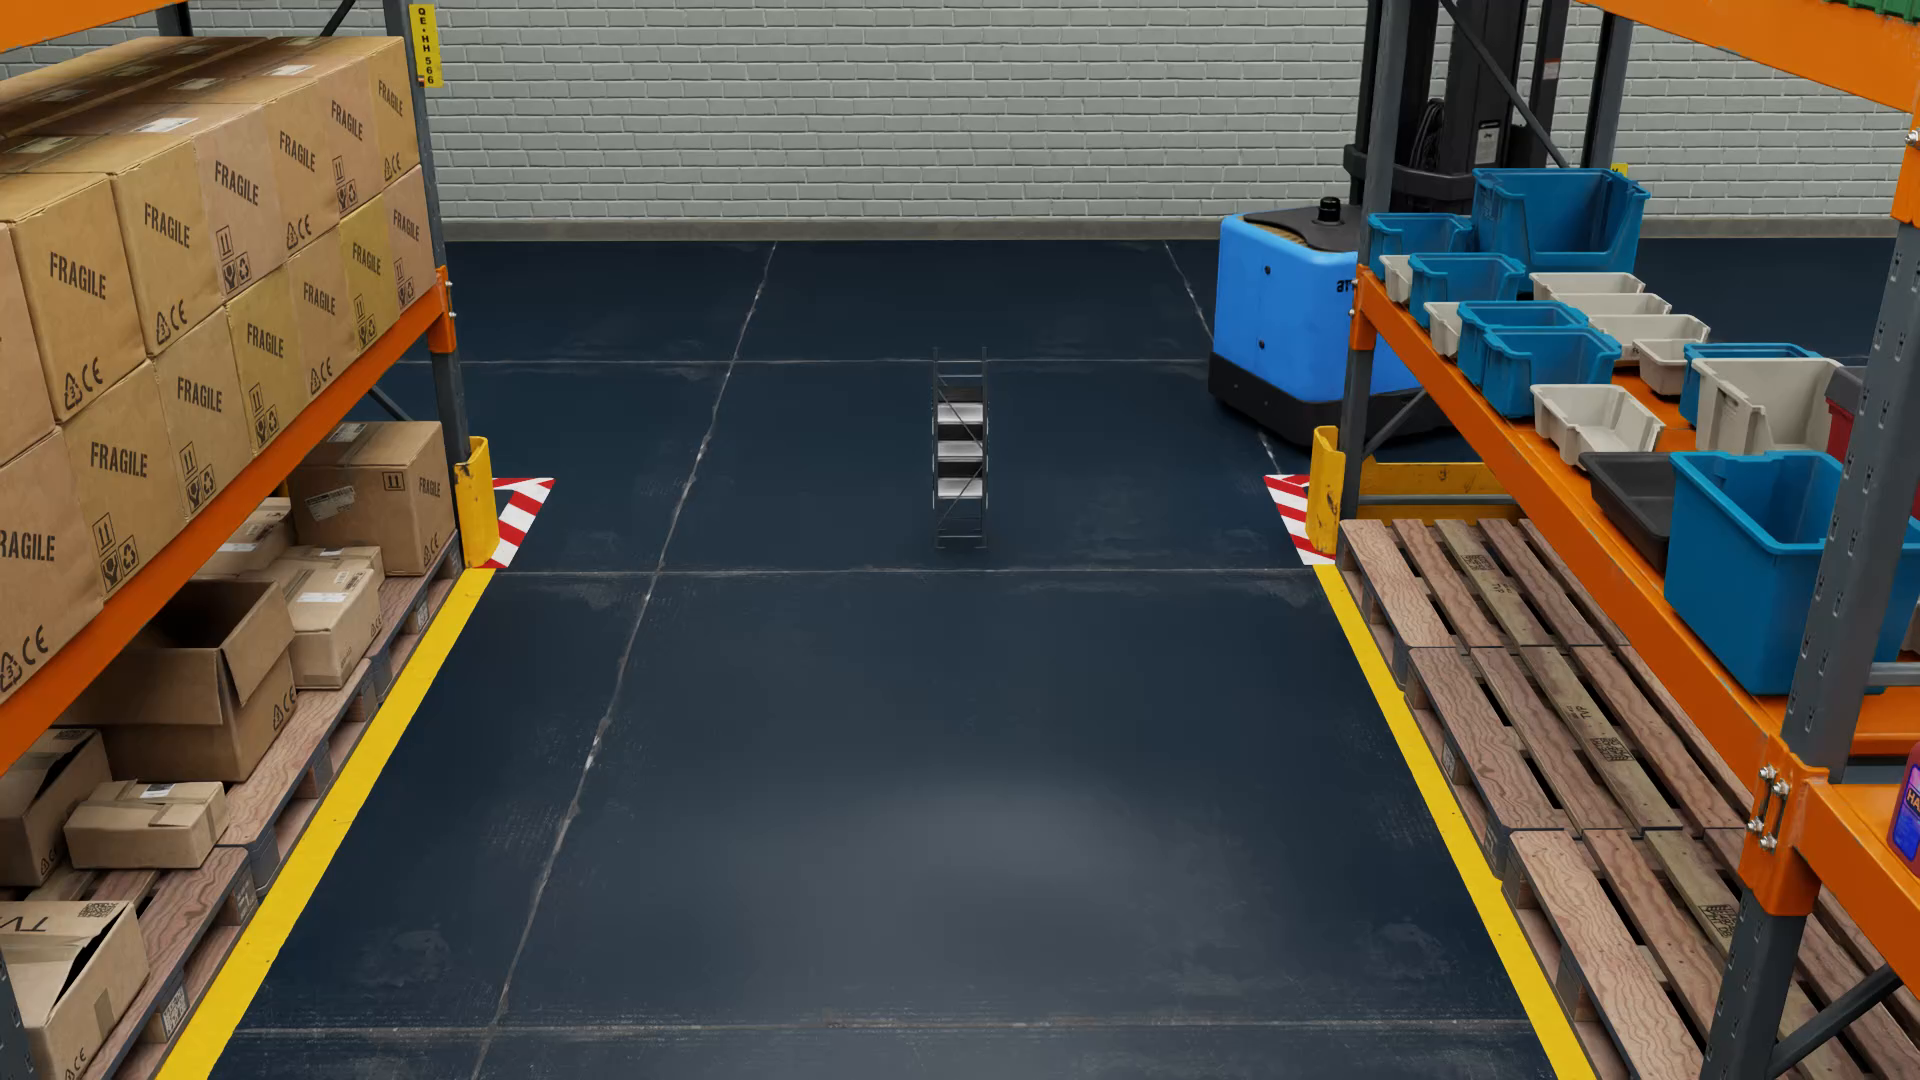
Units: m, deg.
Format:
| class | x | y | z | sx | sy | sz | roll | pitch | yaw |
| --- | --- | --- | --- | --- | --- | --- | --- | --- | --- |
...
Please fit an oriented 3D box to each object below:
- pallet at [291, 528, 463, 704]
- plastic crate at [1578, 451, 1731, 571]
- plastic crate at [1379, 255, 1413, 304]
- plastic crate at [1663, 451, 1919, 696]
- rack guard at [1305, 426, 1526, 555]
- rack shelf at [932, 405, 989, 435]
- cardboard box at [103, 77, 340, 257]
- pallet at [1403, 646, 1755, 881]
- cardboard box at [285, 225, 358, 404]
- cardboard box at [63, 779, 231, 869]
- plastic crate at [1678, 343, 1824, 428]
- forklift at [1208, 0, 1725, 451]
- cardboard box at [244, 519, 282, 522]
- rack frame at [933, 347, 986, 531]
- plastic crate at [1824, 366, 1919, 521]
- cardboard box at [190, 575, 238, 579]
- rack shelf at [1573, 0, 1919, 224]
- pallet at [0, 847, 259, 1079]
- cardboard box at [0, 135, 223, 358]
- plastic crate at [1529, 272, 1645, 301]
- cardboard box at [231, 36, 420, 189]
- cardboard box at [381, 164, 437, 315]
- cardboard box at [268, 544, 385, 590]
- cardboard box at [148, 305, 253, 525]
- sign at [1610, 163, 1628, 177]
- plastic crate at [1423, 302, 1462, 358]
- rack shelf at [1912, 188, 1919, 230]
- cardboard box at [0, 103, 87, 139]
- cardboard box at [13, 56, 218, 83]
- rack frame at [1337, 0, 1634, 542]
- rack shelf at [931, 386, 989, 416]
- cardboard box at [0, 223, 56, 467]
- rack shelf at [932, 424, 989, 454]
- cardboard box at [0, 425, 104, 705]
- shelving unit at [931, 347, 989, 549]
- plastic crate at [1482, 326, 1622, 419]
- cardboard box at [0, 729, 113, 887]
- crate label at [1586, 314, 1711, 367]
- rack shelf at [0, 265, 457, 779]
| class | x | y | z | sx | sy | sz | roll | pitch | yaw |
| --- | --- | --- | --- | --- | --- | --- | --- | --- | --- |
| pallet | -2.713 | 0.289 | 6.855 | 1.003 | 0.211 | 1.213 | 0 | 24 | -1 |
| plastic crate | 1.992 | -0.076 | 4.539 | 0.437 | 0.125 | 0.590 | 0 | 24 | -1 |
| plastic crate | 1.824 | -1.034 | 6.643 | 0.250 | 0.136 | 0.298 | 0 | 24 | -1 |
| plastic crate | 1.927 | 0.075 | 3.890 | 0.392 | 0.384 | 0.575 | 0 | 24 | -1 |
| rack guard | 2.216 | -0.233 | 7.659 | 1.175 | 0.500 | 0.348 | 0 | 24 | -1 |
| rack shelf | 0.000 | -0.547 | 7.512 | 0.258 | 0.077 | 0.200 | 0 | 24 | -1 |
| cardboard box | -2.427 | -1.239 | 5.514 | 0.500 | 0.500 | 0.500 | 0 | 24 | 1 |
| pallet | 2.210 | 0.750 | 5.836 | 1.003 | 0.211 | 1.213 | 0 | 24 | -1 |
| cardboard box | -2.438 | -0.784 | 5.723 | 0.500 | 0.500 | 0.500 | 0 | 24 | 0 |
| cardboard box | -2.488 | 0.867 | 5.098 | 0.380 | 0.166 | 0.250 | 0 | 24 | -1 |
| plastic crate | 2.508 | -0.468 | 5.276 | 0.416 | 0.233 | 0.300 | 0 | 24 | -1 |
| forklift | 2.974 | -2.181 | 9.016 | 3.031 | 2.935 | 1.130 | -10 | 26 | -21 |
| cardboard box | -3.060 | 0.026 | 6.957 | 0.380 | 0.166 | 0.250 | 0 | 24 | -1 |
| rack frame | -0.001 | -0.455 | 7.665 | 0.240 | 0.900 | 0.006 | 0 | 24 | -1 |
| plastic crate | 2.514 | -0.140 | 4.268 | 0.402 | 0.464 | 0.583 | 0 | 24 | -1 |
| cardboard box | -2.991 | 0.348 | 6.143 | 0.500 | 0.250 | 0.500 | 0 | 24 | -1 |
| rack shelf | 2.251 | -1.577 | 4.830 | 1.077 | 0.370 | 4.000 | 0 | 24 | -1 |
| pallet | -2.687 | 1.294 | 4.632 | 1.003 | 0.211 | 1.213 | 0 | 24 | -1 |
| cardboard box | -2.415 | -0.814 | 4.576 | 0.500 | 0.500 | 0.500 | -1 | 24 | -2 |
| plastic crate | 2.419 | -0.934 | 6.423 | 0.396 | 0.136 | 0.243 | 0 | 24 | -1 |
| cardboard box | -2.444 | -1.660 | 6.447 | 0.500 | 0.500 | 0.500 | 0 | 24 | -1 |
| cardboard box | -2.447 | -1.204 | 6.650 | 0.500 | 0.500 | 0.500 | 0 | 24 | 1 |
| cardboard box | -2.557 | 0.139 | 6.707 | 0.380 | 0.166 | 0.250 | 0 | 24 | -1 |
| cardboard box | -2.425 | -0.367 | 4.801 | 0.500 | 0.500 | 0.500 | 0 | 24 | -1 |
| sign | 2.779 | -1.446 | 7.109 | 0.100 | 0.325 | 0.005 | 0 | 24 | -1 |
| plastic crate | 1.831 | -0.754 | 6.025 | 0.250 | 0.136 | 0.298 | 0 | 24 | -1 |
| rack shelf | 2.295 | 0.071 | 1.186 | 1.077 | 0.370 | 4.000 | 0 | 24 | -1 |
| cardboard box | -2.962 | -1.028 | 5.048 | 0.500 | 0.500 | 0.500 | 0 | 24 | -1 |
| cardboard box | -2.969 | -1.443 | 5.966 | 0.500 | 0.500 | 0.500 | 0 | 24 | 0 |
| rack frame | 2.229 | -1.362 | 7.122 | 1.000 | 3.000 | 0.127 | 0 | 24 | -1 |
| rack shelf | 0.000 | -0.629 | 7.474 | 0.258 | 0.077 | 0.200 | 0 | 24 | -1 |
| cardboard box | -2.404 | -0.390 | 3.637 | 0.500 | 0.500 | 0.500 | 0 | 24 | 1 |
| rack shelf | 0.000 | -0.465 | 7.549 | 0.258 | 0.077 | 0.200 | 0 | 24 | -1 |
| cardboard box | -2.413 | 0.050 | 3.878 | 0.500 | 0.500 | 0.500 | 0 | 24 | 1 |
| shelving unit | 0.000 | -0.413 | 7.572 | 0.258 | 0.900 | 0.210 | 0 | 24 | -1 |
| plastic crate | 1.921 | -0.544 | 5.443 | 0.416 | 0.233 | 0.300 | 0 | 24 | -1 |
| cardboard box | -2.978 | 0.789 | 5.095 | 0.500 | 0.311 | 0.500 | 0 | 24 | -1 |
| crate label | 2.436 | -0.700 | 5.905 | 0.396 | 0.136 | 0.243 | 0 | 24 | -1 |
| rack shelf | -2.702 | -0.190 | 5.402 | 1.077 | 0.370 | 4.000 | 0 | 24 | -1 |
